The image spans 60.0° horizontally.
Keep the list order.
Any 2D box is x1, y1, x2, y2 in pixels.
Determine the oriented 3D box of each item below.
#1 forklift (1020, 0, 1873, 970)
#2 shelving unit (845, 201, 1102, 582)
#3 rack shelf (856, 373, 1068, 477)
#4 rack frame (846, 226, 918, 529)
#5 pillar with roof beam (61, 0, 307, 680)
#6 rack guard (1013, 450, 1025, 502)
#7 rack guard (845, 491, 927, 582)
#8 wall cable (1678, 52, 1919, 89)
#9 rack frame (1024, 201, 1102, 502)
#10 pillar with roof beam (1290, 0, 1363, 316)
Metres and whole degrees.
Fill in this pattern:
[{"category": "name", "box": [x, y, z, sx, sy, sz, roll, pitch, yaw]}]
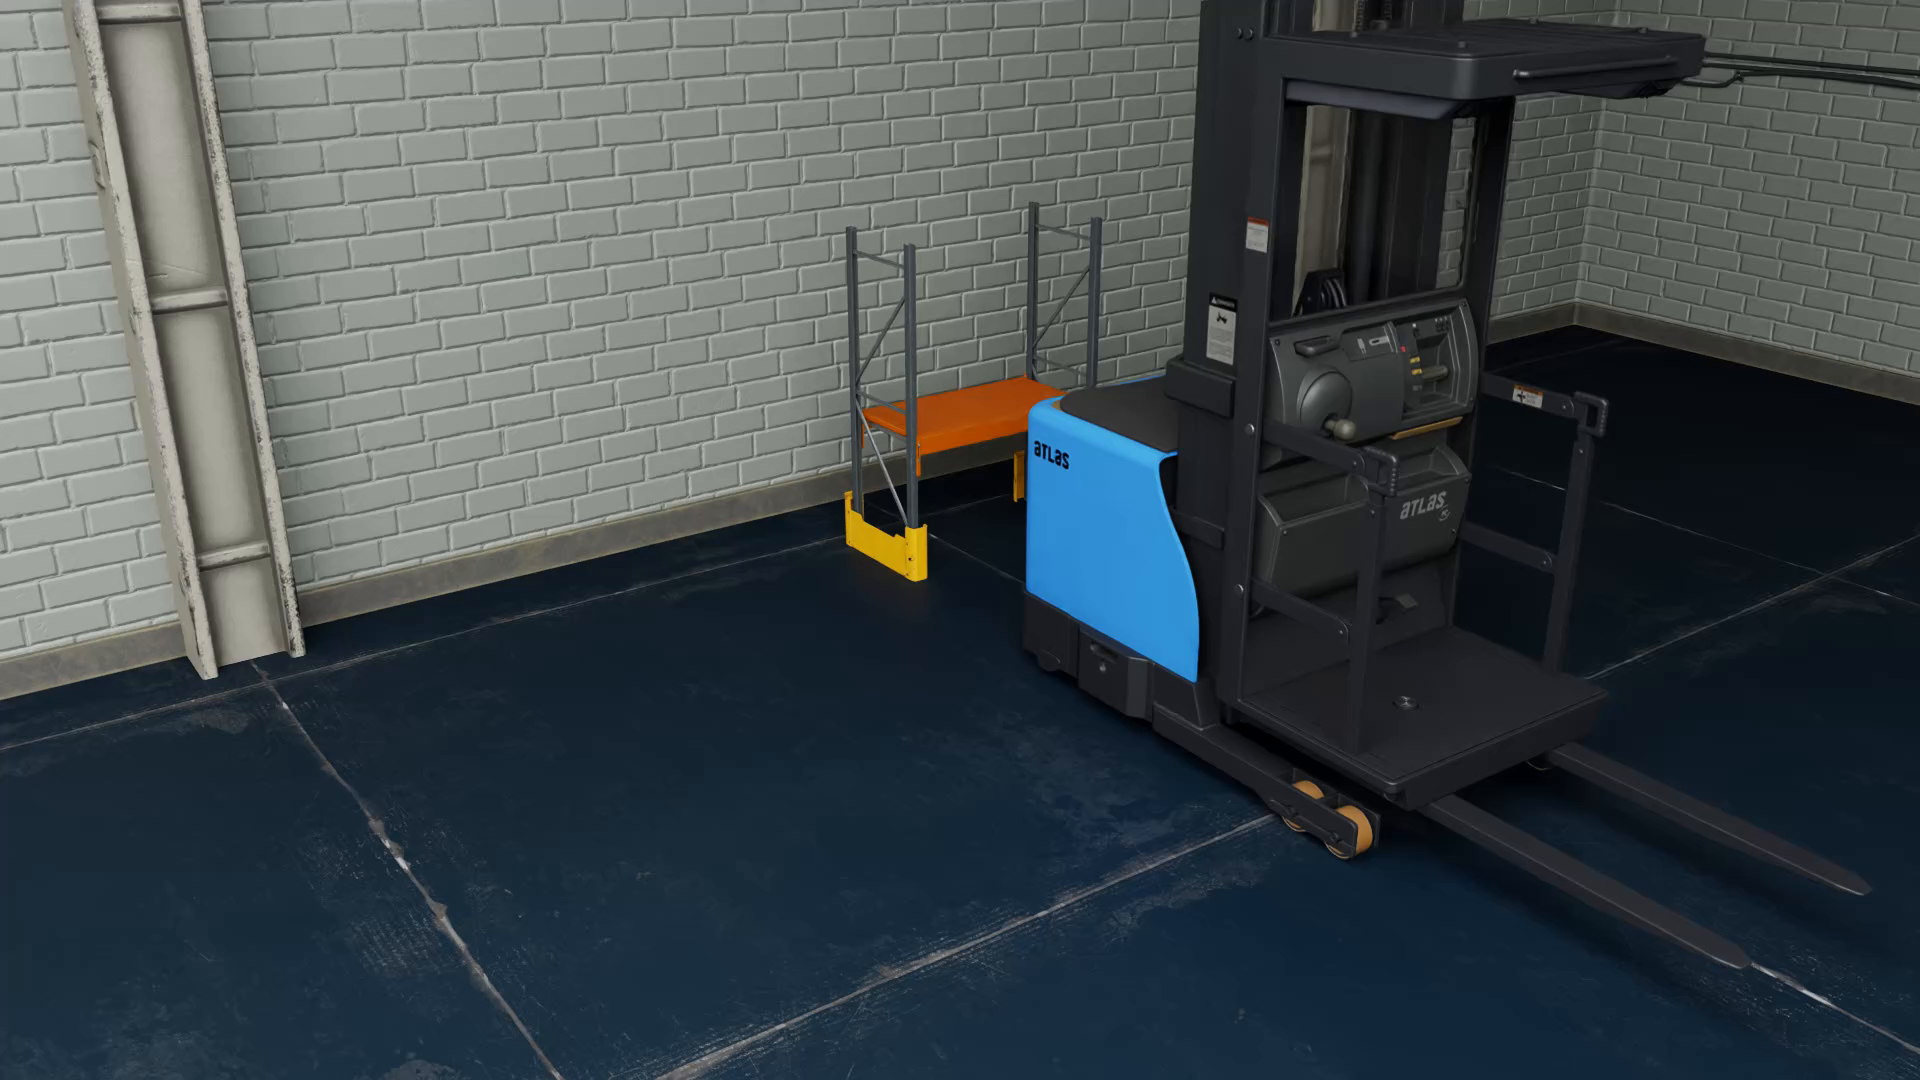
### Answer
[{"category": "forklift", "box": [1.493, -0.543, 5.301, 1.130, 2.935, 3.031, -14, 26, -32]}, {"category": "shelving unit", "box": [0.062, -0.713, 7.660, 1.083, 1.500, 0.587, -15, 26, -33]}, {"category": "rack shelf", "box": [0.069, -0.548, 7.731, 1.000, 0.185, 0.538, -15, 26, -33]}, {"category": "rack frame", "box": [-0.343, -0.605, 7.389, 0.032, 1.500, 0.500, -15, 26, -33]}, {"category": "pillar with roof beam", "box": [-0.381, -2.424, 1.830, 0.400, 9.000, 9.100, -15, 26, -33]}, {"category": "rack guard", "box": [0.466, -0.240, 8.162, 0.087, 0.250, 0.587, -15, 26, -33]}, {"category": "rack guard", "box": [-0.342, -0.025, 7.621, 0.087, 0.250, 0.587, -15, 26, -33]}, {"category": "wall cable", "box": [5.139, -3.816, 9.507, 0.112, 2.526, 3.097, -15, 26, -33]}, {"category": "rack frame", "box": [0.482, -0.825, 7.940, 0.032, 1.500, 0.500, -15, 26, -33]}, {"category": "pillar with roof beam", "box": [4.490, -3.723, 5.084, 0.400, 9.000, 9.100, -15, 26, -33]}]
